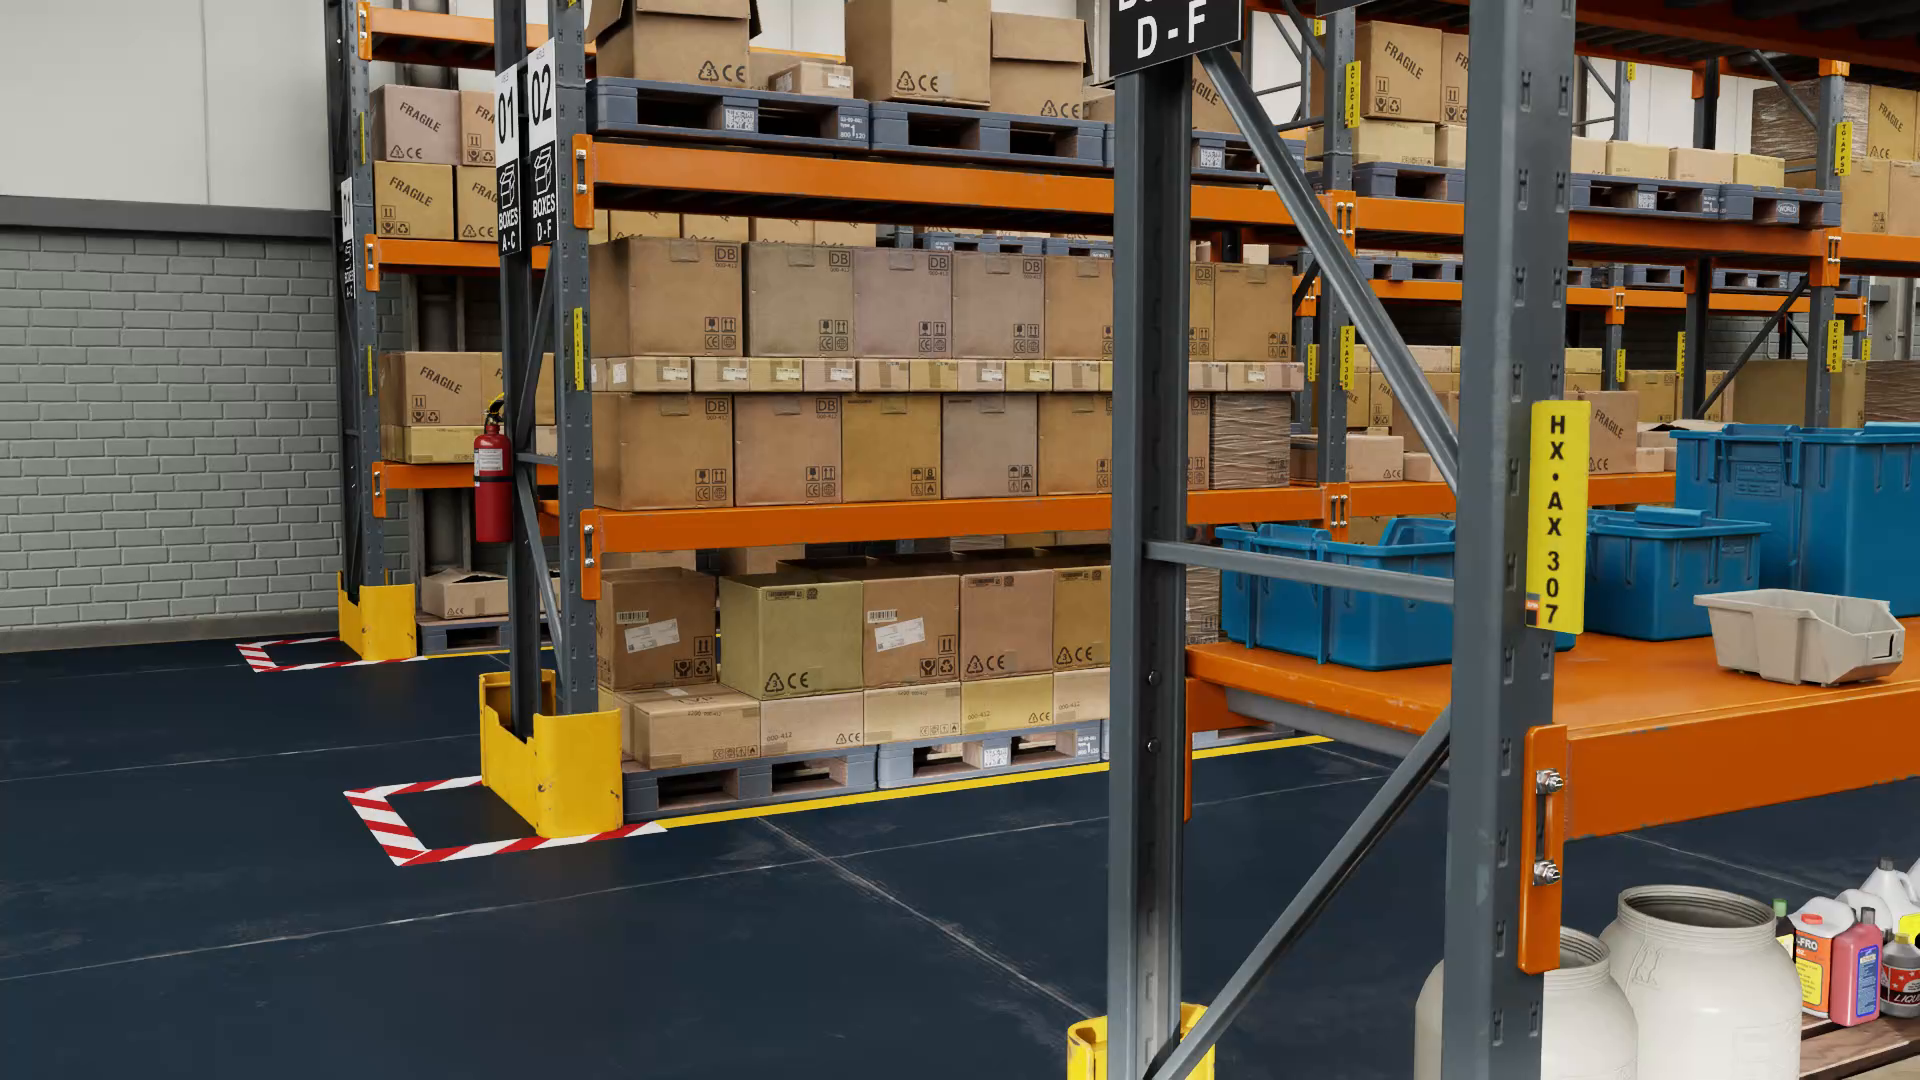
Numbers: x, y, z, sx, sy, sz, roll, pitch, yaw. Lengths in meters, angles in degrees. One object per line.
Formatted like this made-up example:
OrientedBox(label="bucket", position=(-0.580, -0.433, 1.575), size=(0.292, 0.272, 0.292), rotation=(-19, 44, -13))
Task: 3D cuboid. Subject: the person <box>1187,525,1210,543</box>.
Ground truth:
OrientedBox(label="person", position=(1.944, -0.195, 13.275), size=(0.849, 1.550, 0.419), rotation=(-3, 6, -30))
